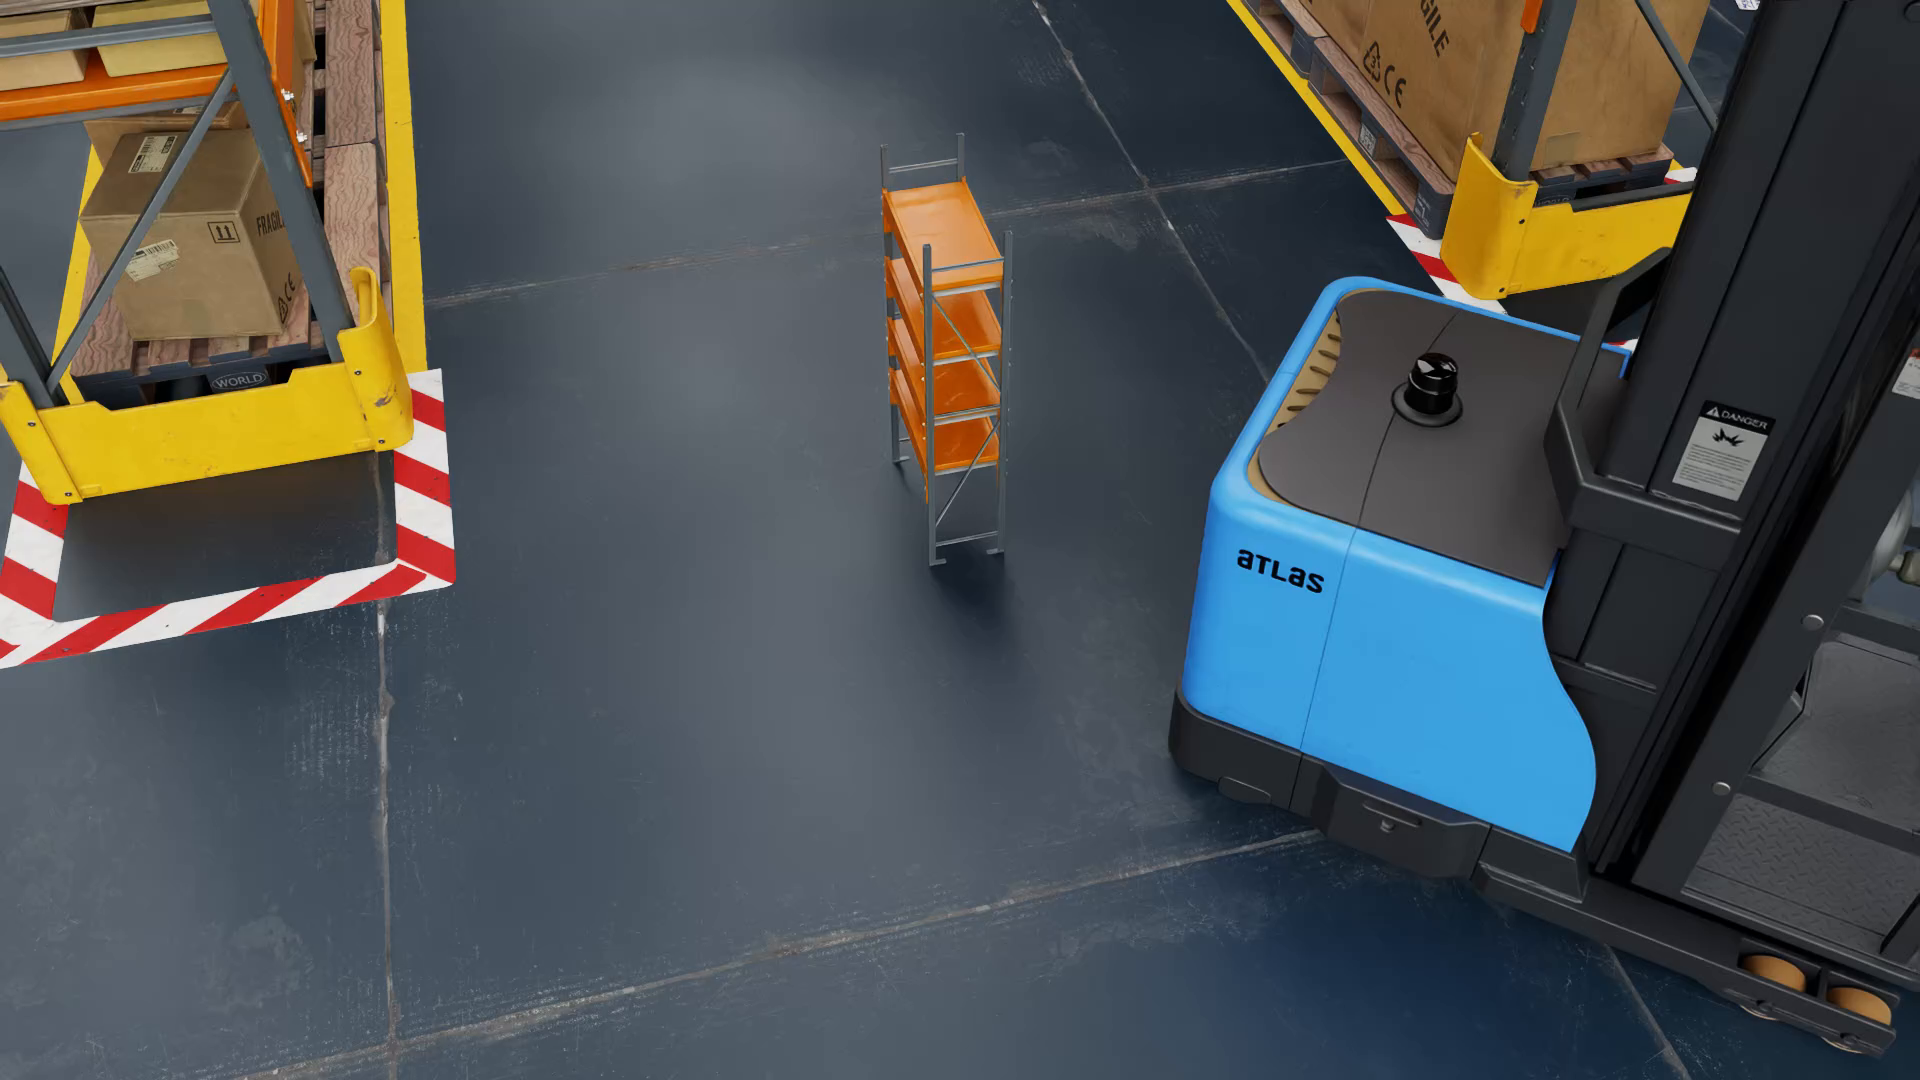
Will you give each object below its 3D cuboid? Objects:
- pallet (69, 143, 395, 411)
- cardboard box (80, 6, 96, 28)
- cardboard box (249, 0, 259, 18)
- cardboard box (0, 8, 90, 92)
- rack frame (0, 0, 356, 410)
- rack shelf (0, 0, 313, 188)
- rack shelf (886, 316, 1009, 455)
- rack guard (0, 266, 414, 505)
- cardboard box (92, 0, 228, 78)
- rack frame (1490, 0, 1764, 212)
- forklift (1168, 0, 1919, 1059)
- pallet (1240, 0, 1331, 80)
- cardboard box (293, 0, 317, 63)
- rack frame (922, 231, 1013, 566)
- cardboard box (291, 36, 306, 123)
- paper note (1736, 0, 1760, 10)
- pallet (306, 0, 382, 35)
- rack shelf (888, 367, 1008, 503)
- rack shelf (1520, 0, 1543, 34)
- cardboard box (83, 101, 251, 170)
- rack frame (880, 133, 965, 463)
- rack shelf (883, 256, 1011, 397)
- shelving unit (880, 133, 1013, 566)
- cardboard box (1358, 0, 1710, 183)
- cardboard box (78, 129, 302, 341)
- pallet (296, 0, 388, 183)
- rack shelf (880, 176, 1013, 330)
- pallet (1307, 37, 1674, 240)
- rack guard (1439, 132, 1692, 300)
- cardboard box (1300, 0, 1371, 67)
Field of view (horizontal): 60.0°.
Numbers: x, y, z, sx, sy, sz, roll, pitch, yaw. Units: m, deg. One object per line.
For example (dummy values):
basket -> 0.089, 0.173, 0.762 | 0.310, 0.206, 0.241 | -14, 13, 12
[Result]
pallet -> -2.609, -0.970, 6.052 | 1.003, 0.211, 1.213 | -11, 47, -10
cardboard box -> -2.751, -1.570, 4.864 | 0.380, 0.149, 0.250 | -11, 47, -10
cardboard box -> -2.303, -1.654, 4.947 | 0.380, 0.149, 0.250 | -11, 47, -10
cardboard box -> -2.688, -1.397, 4.695 | 0.380, 0.149, 0.250 | -11, 47, -10
rack frame -> -2.415, -1.326, 4.449 | 1.000, 3.000, 0.127 | -11, 47, -10
rack shelf -> -2.927, -2.455, 6.059 | 1.077, 0.370, 4.000 | -11, 47, -10
rack shelf -> -0.042, -0.487, 4.982 | 0.258, 0.148, 0.480 | -11, 47, -10
rack guard -> -2.435, -0.503, 5.393 | 1.175, 0.500, 0.348 | -11, 47, -10
cardboard box -> -2.258, -1.478, 4.774 | 0.380, 0.149, 0.250 | -11, 47, -10
rack frame -> 2.405, -2.163, 5.269 | 1.000, 3.000, 0.127 | -11, 47, -10
forklift -> 2.127, -0.223, 3.416 | 3.031, 2.935, 1.130 | 20, 49, 18
pallet -> 1.816, -2.565, 7.616 | 1.003, 0.211, 1.213 | -11, 47, -10
cardboard box -> -2.987, -2.268, 6.828 | 0.500, 0.500, 0.500 | -15, 47, -14
rack frame -> 0.020, -0.366, 4.768 | 0.240, 1.200, 0.015 | -11, 47, -10
cardboard box -> -2.887, -1.874, 6.443 | 0.500, 0.500, 0.500 | -7, 46, -7
paper note -> 3.656, -2.487, 7.667 | 0.144, 0.017, 0.142 | 4, 46, 4
pallet -> -3.233, -2.654, 7.703 | 1.003, 0.211, 1.213 | -11, 47, -10
rack shelf -> -0.042, -0.348, 5.123 | 0.258, 0.148, 0.480 | -11, 47, -10
rack shelf -> 1.893, -3.292, 6.880 | 1.077, 0.370, 4.000 | -11, 47, -10
cardboard box -> -2.745, -1.438, 6.016 | 0.500, 0.500, 0.500 | 0, 46, 0
rack frame -> -0.105, -0.703, 5.099 | 0.240, 1.200, 0.015 | -11, 47, -10
rack shelf -> -0.042, -0.644, 4.822 | 0.258, 0.148, 0.480 | -11, 47, -10
shelving unit -> -0.042, -0.534, 4.933 | 0.258, 1.200, 0.503 | -11, 47, -10
cardboard box -> 2.168, -2.022, 6.325 | 0.875, 0.875, 0.875 | -10, 47, -10
cardboard box -> -2.559, -1.032, 5.617 | 0.500, 0.500, 0.500 | -3, 46, -3
pallet -> -2.917, -1.810, 6.876 | 1.003, 0.211, 1.213 | -11, 47, -10
rack shelf -> -0.042, -0.809, 4.653 | 0.258, 0.148, 0.480 | -11, 47, -10
pallet -> 2.125, -1.724, 6.792 | 1.003, 0.211, 1.213 | -11, 47, -10
rack guard -> 2.411, -1.271, 6.146 | 1.175, 0.500, 0.348 | -11, 47, -10
cardboard box -> 1.941, -2.629, 6.920 | 0.875, 0.875, 0.875 | -11, 47, -11
